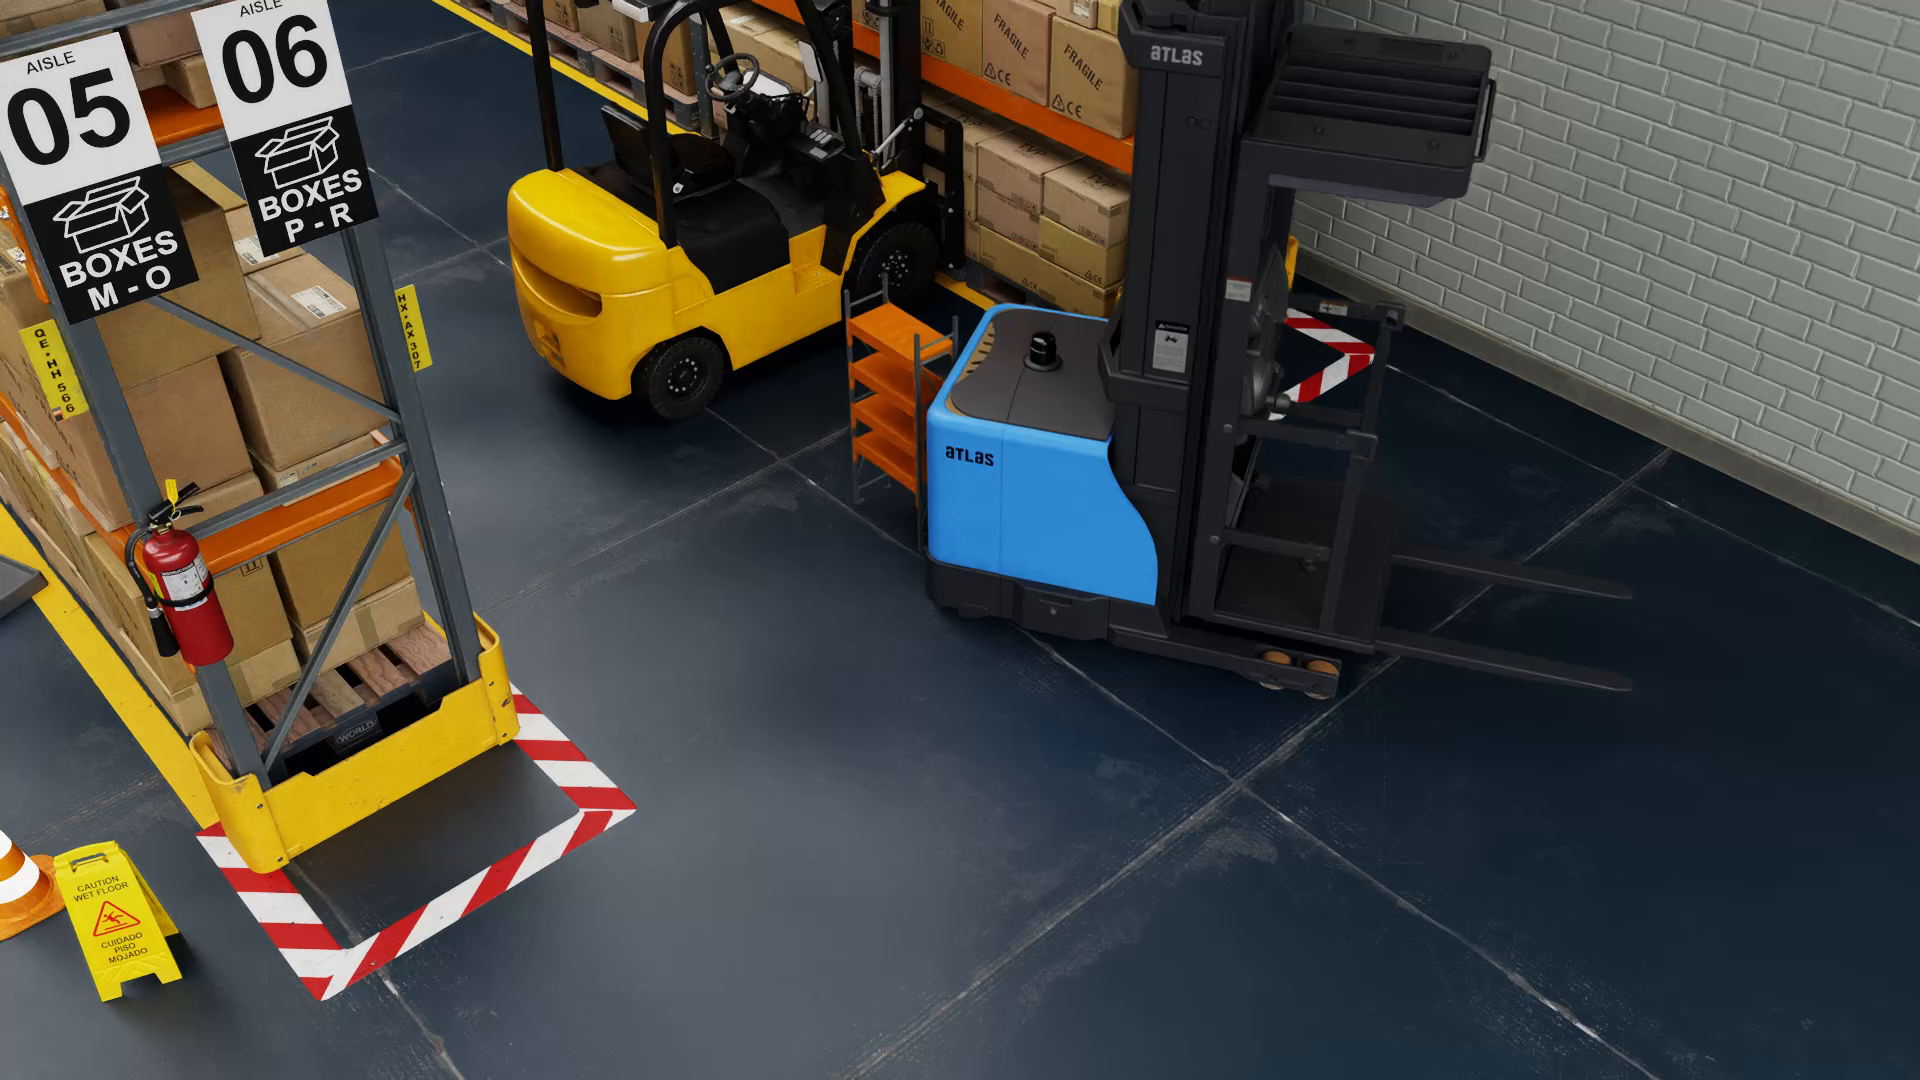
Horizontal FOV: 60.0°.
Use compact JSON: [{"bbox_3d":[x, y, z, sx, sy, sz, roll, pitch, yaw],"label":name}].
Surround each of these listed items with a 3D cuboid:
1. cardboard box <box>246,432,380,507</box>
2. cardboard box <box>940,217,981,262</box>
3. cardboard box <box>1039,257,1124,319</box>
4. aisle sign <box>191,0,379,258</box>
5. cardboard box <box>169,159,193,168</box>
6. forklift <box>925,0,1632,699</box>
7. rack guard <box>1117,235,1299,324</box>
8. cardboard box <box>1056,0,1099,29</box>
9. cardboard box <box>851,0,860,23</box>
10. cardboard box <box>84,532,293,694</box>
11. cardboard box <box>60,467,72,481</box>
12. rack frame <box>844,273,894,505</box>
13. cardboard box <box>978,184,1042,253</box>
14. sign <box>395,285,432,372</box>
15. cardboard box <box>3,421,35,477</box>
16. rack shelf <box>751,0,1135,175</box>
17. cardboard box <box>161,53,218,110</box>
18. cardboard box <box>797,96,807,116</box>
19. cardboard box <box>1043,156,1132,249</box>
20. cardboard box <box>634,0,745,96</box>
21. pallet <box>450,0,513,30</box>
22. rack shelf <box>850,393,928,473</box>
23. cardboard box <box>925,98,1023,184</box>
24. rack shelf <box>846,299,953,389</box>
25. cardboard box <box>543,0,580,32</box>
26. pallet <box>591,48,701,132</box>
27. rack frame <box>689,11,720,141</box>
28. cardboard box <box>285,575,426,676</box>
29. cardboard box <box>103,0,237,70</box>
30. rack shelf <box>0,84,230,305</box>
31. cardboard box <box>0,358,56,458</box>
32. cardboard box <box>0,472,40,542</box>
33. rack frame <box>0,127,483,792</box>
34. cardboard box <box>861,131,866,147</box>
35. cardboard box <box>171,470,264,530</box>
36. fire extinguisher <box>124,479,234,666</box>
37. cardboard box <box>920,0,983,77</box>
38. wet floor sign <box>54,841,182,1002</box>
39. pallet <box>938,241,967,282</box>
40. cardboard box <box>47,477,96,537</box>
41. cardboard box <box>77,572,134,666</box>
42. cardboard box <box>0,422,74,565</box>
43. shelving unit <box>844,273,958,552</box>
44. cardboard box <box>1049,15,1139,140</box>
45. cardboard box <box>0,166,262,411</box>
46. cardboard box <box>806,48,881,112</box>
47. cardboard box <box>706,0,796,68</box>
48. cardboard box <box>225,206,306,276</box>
[{"bbox_3d":[-2.391,-0.310,6.155,0.380,0.149,0.250,-30,48,-32],"label":"cardboard box"},{"bbox_3d":[0.128,-1.920,9.803,0.500,0.250,0.500,-29,47,-31],"label":"cardboard box"},{"bbox_3d":[0.789,-1.451,9.221,0.500,0.250,0.500,-30,47,-31],"label":"cardboard box"},{"bbox_3d":[-2.044,-1.277,5.083,0.394,0.787,0.004,-30,48,-32],"label":"aisle sign"},{"bbox_3d":[-3.478,-1.360,6.938,0.500,0.500,0.500,-31,48,-33],"label":"cardboard box"},{"bbox_3d":[1.420,-0.836,6.661,3.031,2.935,1.130,11,40,14],"label":"forklift"},{"bbox_3d":[1.356,-1.290,9.158,1.175,0.500,0.348,-30,48,-32],"label":"rack guard"},{"bbox_3d":[0.704,-2.712,8.333,0.380,0.149,0.250,-29,47,-31],"label":"cardboard box"},{"bbox_3d":[-0.550,-3.380,9.676,0.500,0.500,0.500,-30,48,-32],"label":"cardboard box"},{"bbox_3d":[-3.048,0.192,6.591,0.500,0.500,0.500,-30,47,-31],"label":"cardboard box"},{"bbox_3d":[-3.135,-0.345,6.198,0.380,0.149,0.250,-31,48,-32],"label":"cardboard box"},{"bbox_3d":[-0.424,-0.694,7.862,0.240,1.200,0.015,-29,47,-31],"label":"rack frame"},{"bbox_3d":[0.449,-1.891,9.369,0.500,0.250,0.500,-30,48,-32],"label":"cardboard box"},{"bbox_3d":[-1.914,-0.730,5.786,0.100,0.325,0.005,-30,48,-32],"label":"sign"},{"bbox_3d":[-3.690,-0.442,6.859,0.380,0.149,0.250,-28,47,-30],"label":"cardboard box"},{"bbox_3d":[-0.013,-2.920,9.758,1.077,0.370,4.000,-30,48,-32],"label":"rack shelf"},{"bbox_3d":[-2.299,-1.524,5.270,0.380,0.149,0.250,-30,48,-32],"label":"cardboard box"},{"bbox_3d":[-0.924,-2.826,10.526,0.500,0.250,0.500,-30,48,-32],"label":"cardboard box"},{"bbox_3d":[0.799,-1.837,8.904,0.500,0.250,0.500,-28,47,-30],"label":"cardboard box"},{"bbox_3d":[-1.727,-3.602,11.586,0.875,0.625,0.625,-28,46,-30],"label":"cardboard box"},{"bbox_3d":[-3.543,-4.494,13.354,1.003,0.211,1.213,-30,48,-32],"label":"pallet"},{"bbox_3d":[-0.263,-0.526,7.761,0.258,0.148,0.480,-29,47,-31],"label":"rack shelf"},{"bbox_3d":[0.100,-2.300,9.477,0.500,0.250,0.500,-29,47,-31],"label":"cardboard box"},{"bbox_3d":[-0.263,-0.884,7.472,0.258,0.148,0.480,-29,47,-31],"label":"rack shelf"},{"bbox_3d":[-2.756,-4.311,12.464,0.875,0.625,0.625,-32,49,-33],"label":"cardboard box"},{"bbox_3d":[-1.893,-3.365,11.956,1.003,0.211,1.213,-30,48,-32],"label":"pallet"},{"bbox_3d":[-1.366,-4.125,10.678,1.000,3.000,0.127,-30,48,-32],"label":"rack frame"},{"bbox_3d":[-2.656,0.253,7.112,0.500,0.250,0.500,-30,48,-32],"label":"cardboard box"},{"bbox_3d":[-2.458,-1.733,5.212,0.500,0.250,0.500,-31,48,-32],"label":"cardboard box"},{"bbox_3d":[-3.667,-1.976,6.202,1.077,0.370,4.000,-30,48,-32],"label":"rack shelf"},{"bbox_3d":[-3.219,-0.685,6.103,0.500,0.500,0.500,-30,48,-32],"label":"cardboard box"},{"bbox_3d":[-4.089,-0.233,7.714,0.500,0.250,0.500,-31,48,-32],"label":"cardboard box"},{"bbox_3d":[-2.314,-0.163,5.772,1.000,3.000,0.127,-30,48,-32],"label":"rack frame"},{"bbox_3d":[-0.251,-2.354,9.942,0.500,0.250,0.500,-30,48,-32],"label":"cardboard box"},{"bbox_3d":[-2.724,-0.147,5.953,0.380,0.149,0.250,-28,47,-30],"label":"cardboard box"},{"bbox_3d":[-2.576,0.116,5.489,0.296,0.674,0.183,-30,48,-32],"label":"fire extinguisher"},{"bbox_3d":[0.123,-2.910,9.094,0.500,0.500,0.500,-31,48,-32],"label":"cardboard box"},{"bbox_3d":[-2.974,1.296,5.840,0.267,0.644,0.232,-15,41,-17],"label":"wet floor sign"},{"bbox_3d":[-0.029,-2.090,10.377,1.003,0.211,1.213,-30,48,-32],"label":"pallet"},{"bbox_3d":[-3.346,-0.202,6.562,0.380,0.149,0.250,-29,47,-31],"label":"cardboard box"},{"bbox_3d":[-3.403,0.240,7.127,0.500,0.250,0.500,-30,48,-32],"label":"cardboard box"},{"bbox_3d":[-3.739,-0.285,7.181,0.500,0.500,0.500,-31,48,-33],"label":"cardboard box"},{"bbox_3d":[-0.263,-0.578,7.719,0.258,1.200,0.503,-29,47,-31],"label":"shelving unit"},{"bbox_3d":[0.814,-2.429,8.499,0.500,0.500,0.500,-31,48,-33],"label":"cardboard box"},{"bbox_3d":[-2.820,-0.850,5.511,0.700,0.500,0.500,-31,48,-33],"label":"cardboard box"},{"bbox_3d":[-0.586,-2.784,10.076,0.500,0.250,0.500,-28,47,-30],"label":"cardboard box"},{"bbox_3d":[-1.270,-3.251,10.654,0.500,0.250,0.500,-31,48,-32],"label":"cardboard box"},{"bbox_3d":[-2.783,-0.893,6.360,0.500,0.500,0.500,-28,47,-31],"label":"cardboard box"}]
